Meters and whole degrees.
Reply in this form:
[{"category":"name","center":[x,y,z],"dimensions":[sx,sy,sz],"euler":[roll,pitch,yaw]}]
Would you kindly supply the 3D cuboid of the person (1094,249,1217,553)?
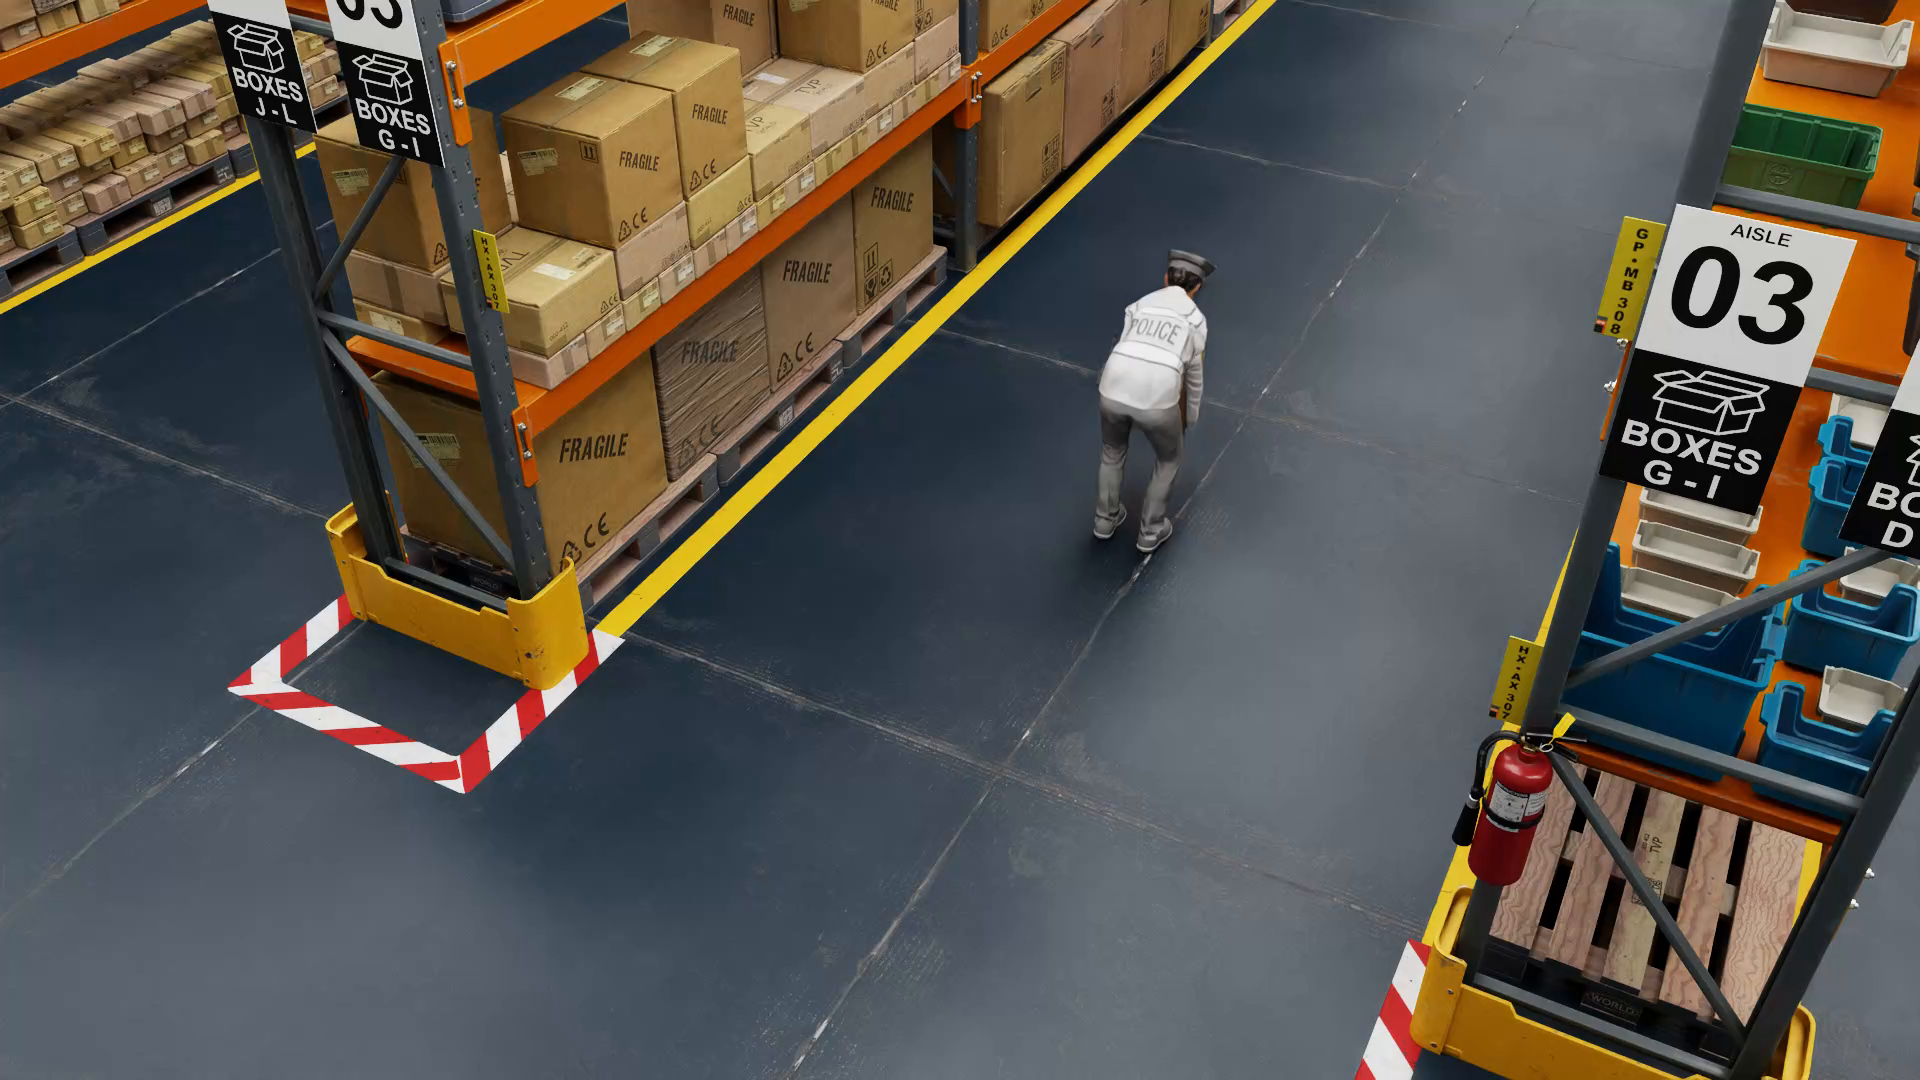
[{"category":"person","center":[0.933,-0.671,7.896],"dimensions":[0.410,1.306,0.887],"euler":[17,41,20]}]
